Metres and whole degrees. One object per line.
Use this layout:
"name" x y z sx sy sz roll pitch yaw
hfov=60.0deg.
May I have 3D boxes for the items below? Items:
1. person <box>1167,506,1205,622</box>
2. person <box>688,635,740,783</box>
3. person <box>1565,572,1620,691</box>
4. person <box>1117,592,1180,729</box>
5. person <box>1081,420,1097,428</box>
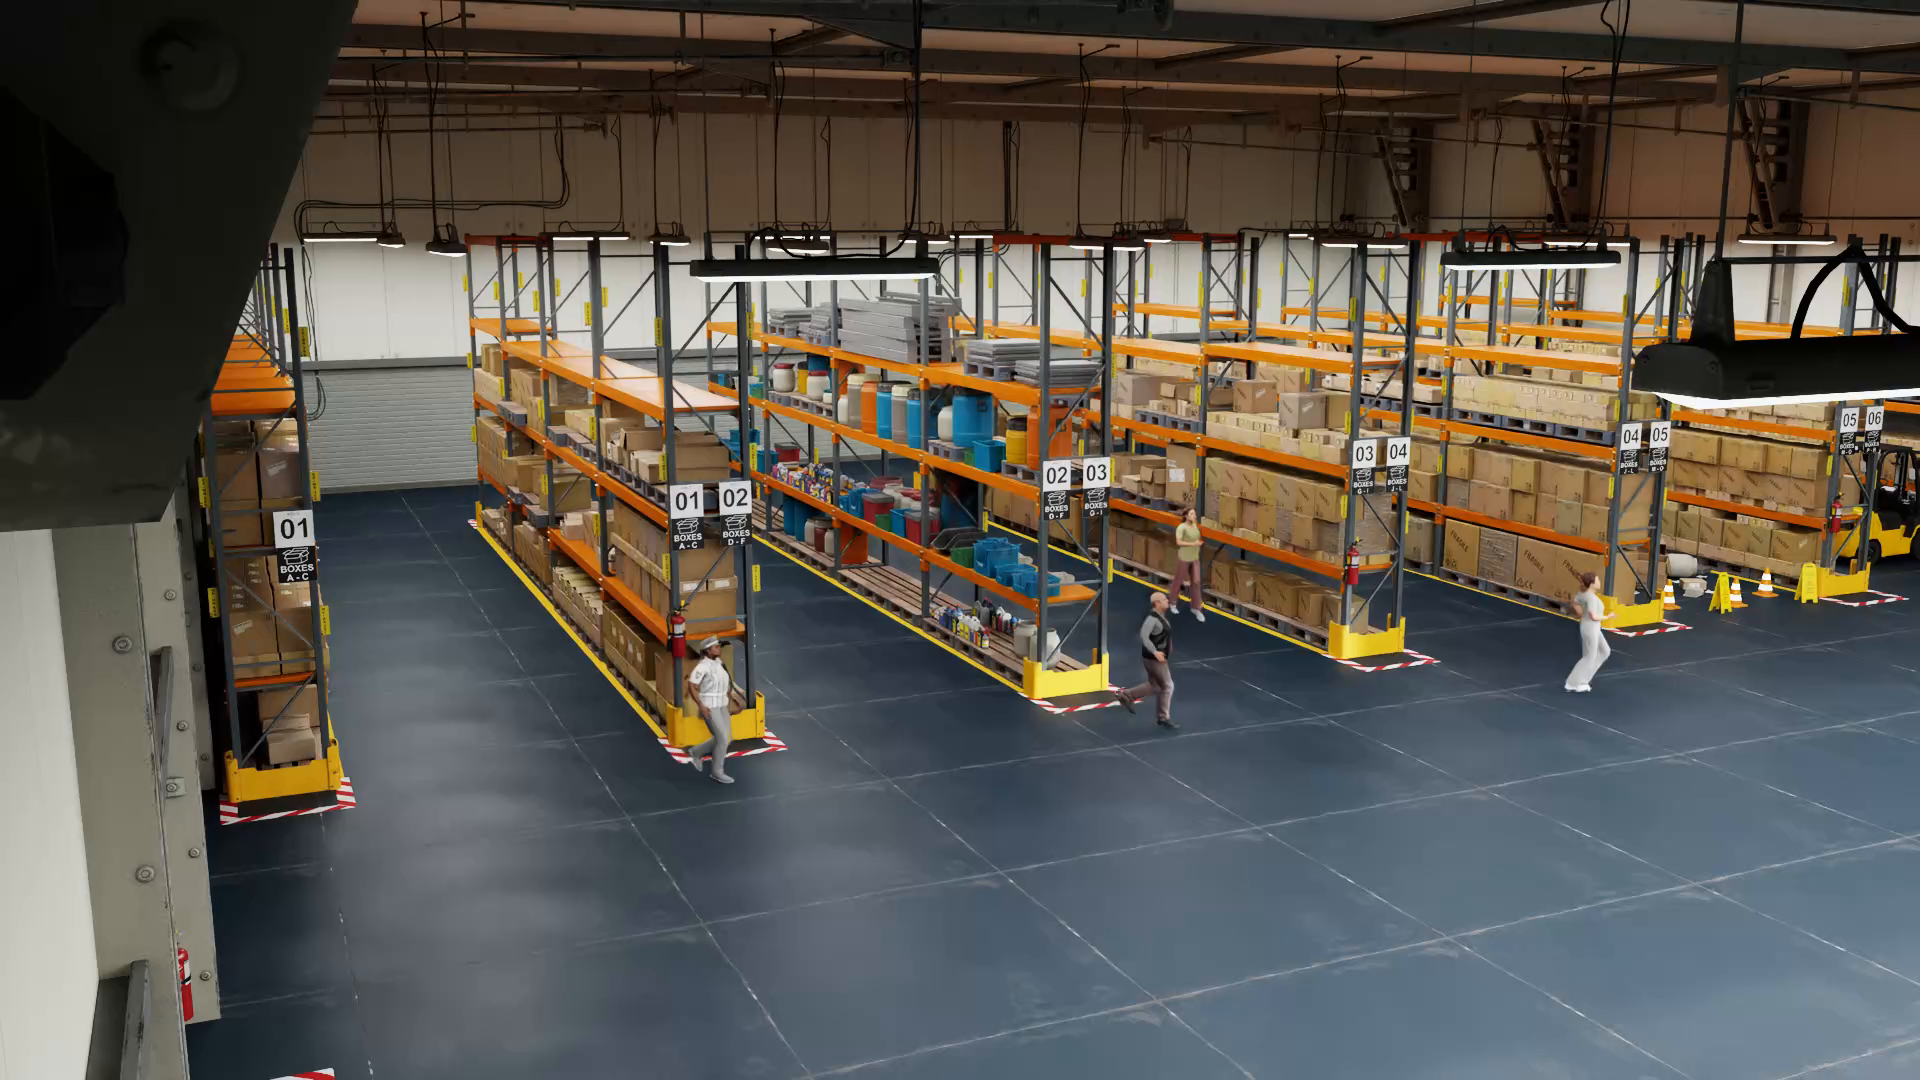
"person" 3.465 0.345 25.437 0.564 1.765 0.741 -8 13 -34
"person" -2.821 1.912 19.013 0.607 1.666 0.633 5 12 22
"person" 8.508 1.246 22.351 0.621 1.660 0.547 3 11 14
"person" 2.394 1.492 20.963 0.808 1.728 0.676 2 11 11
"person" 3.082 -2.505 41.601 0.569 1.720 0.791 -3 11 -14
